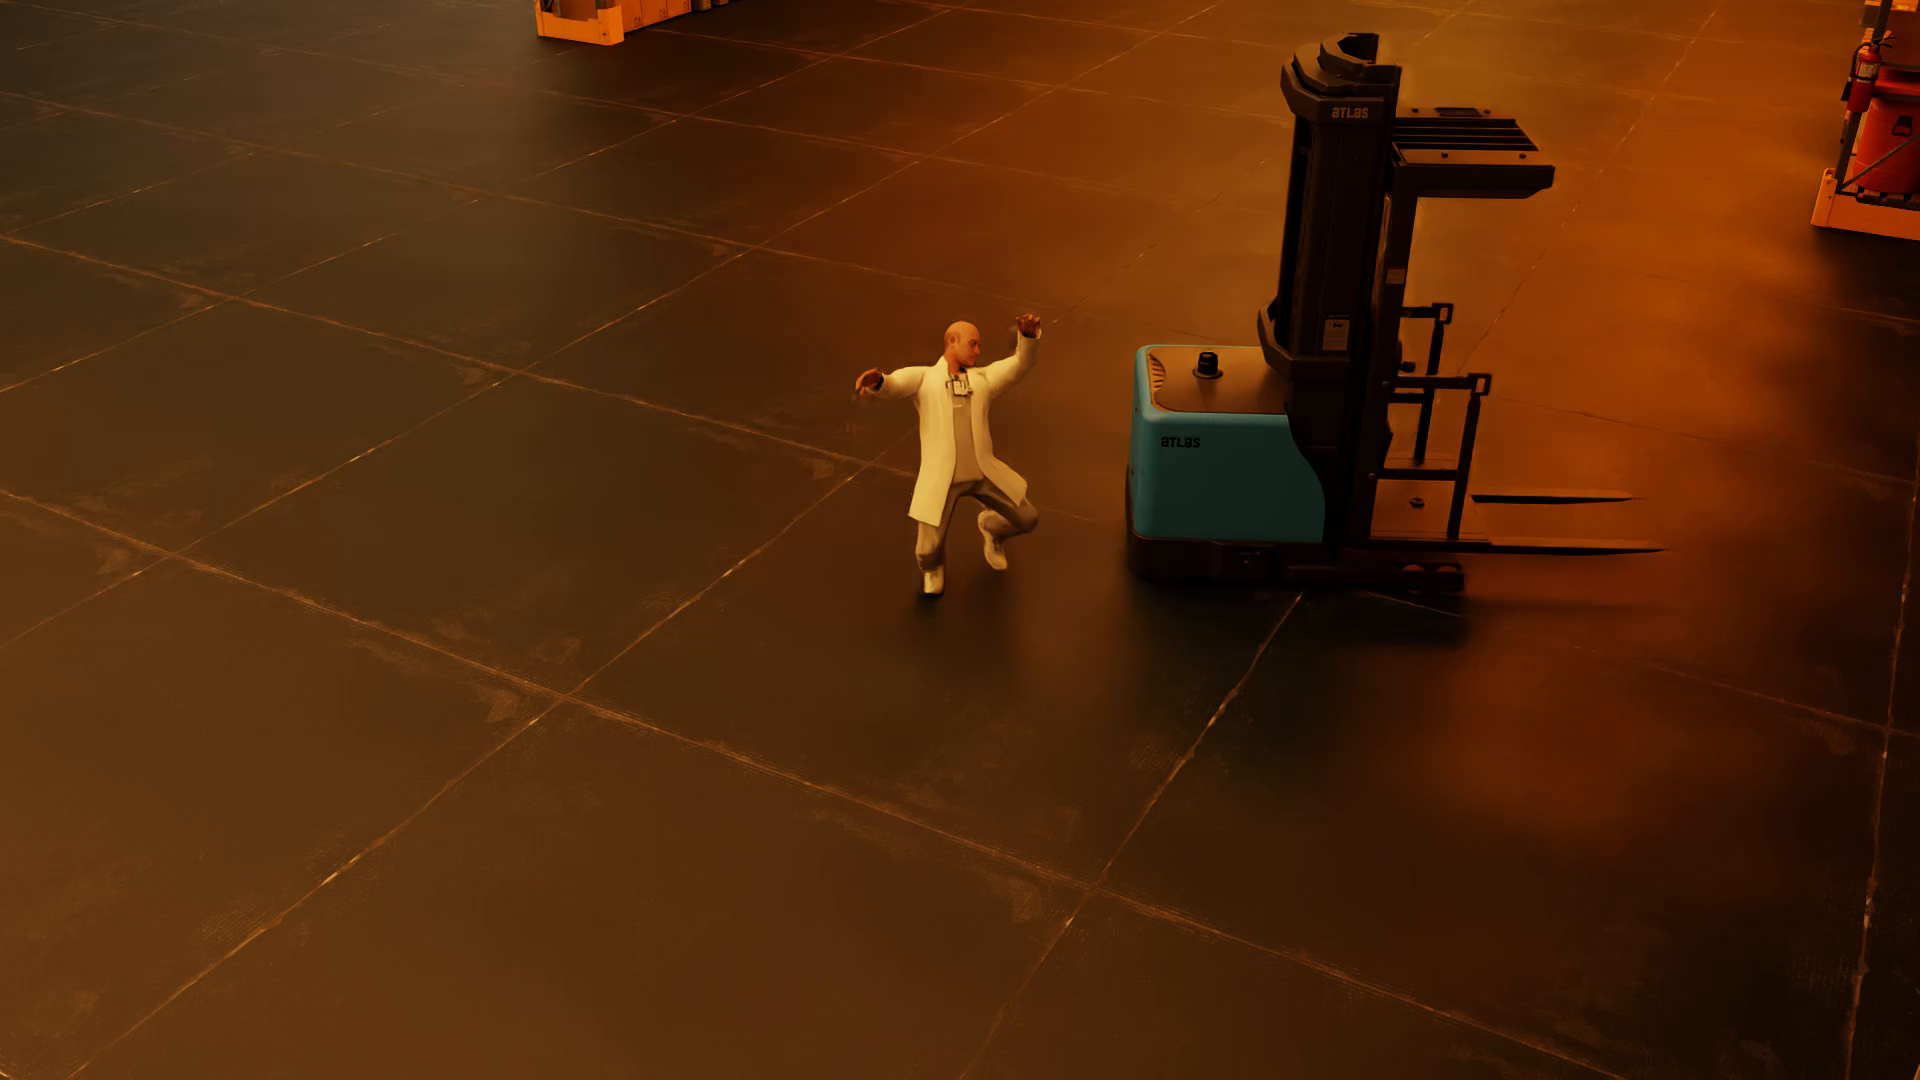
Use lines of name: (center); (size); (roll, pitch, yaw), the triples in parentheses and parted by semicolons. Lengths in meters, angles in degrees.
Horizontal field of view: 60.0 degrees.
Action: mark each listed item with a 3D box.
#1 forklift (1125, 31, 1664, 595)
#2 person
forklift: (2.517, -1.229, 9.201); (3.031, 2.935, 1.130); (2, 30, 3)
person: (-0.119, -0.486, 9.137); (1.092, 1.691, 0.721); (-12, 32, -19)
